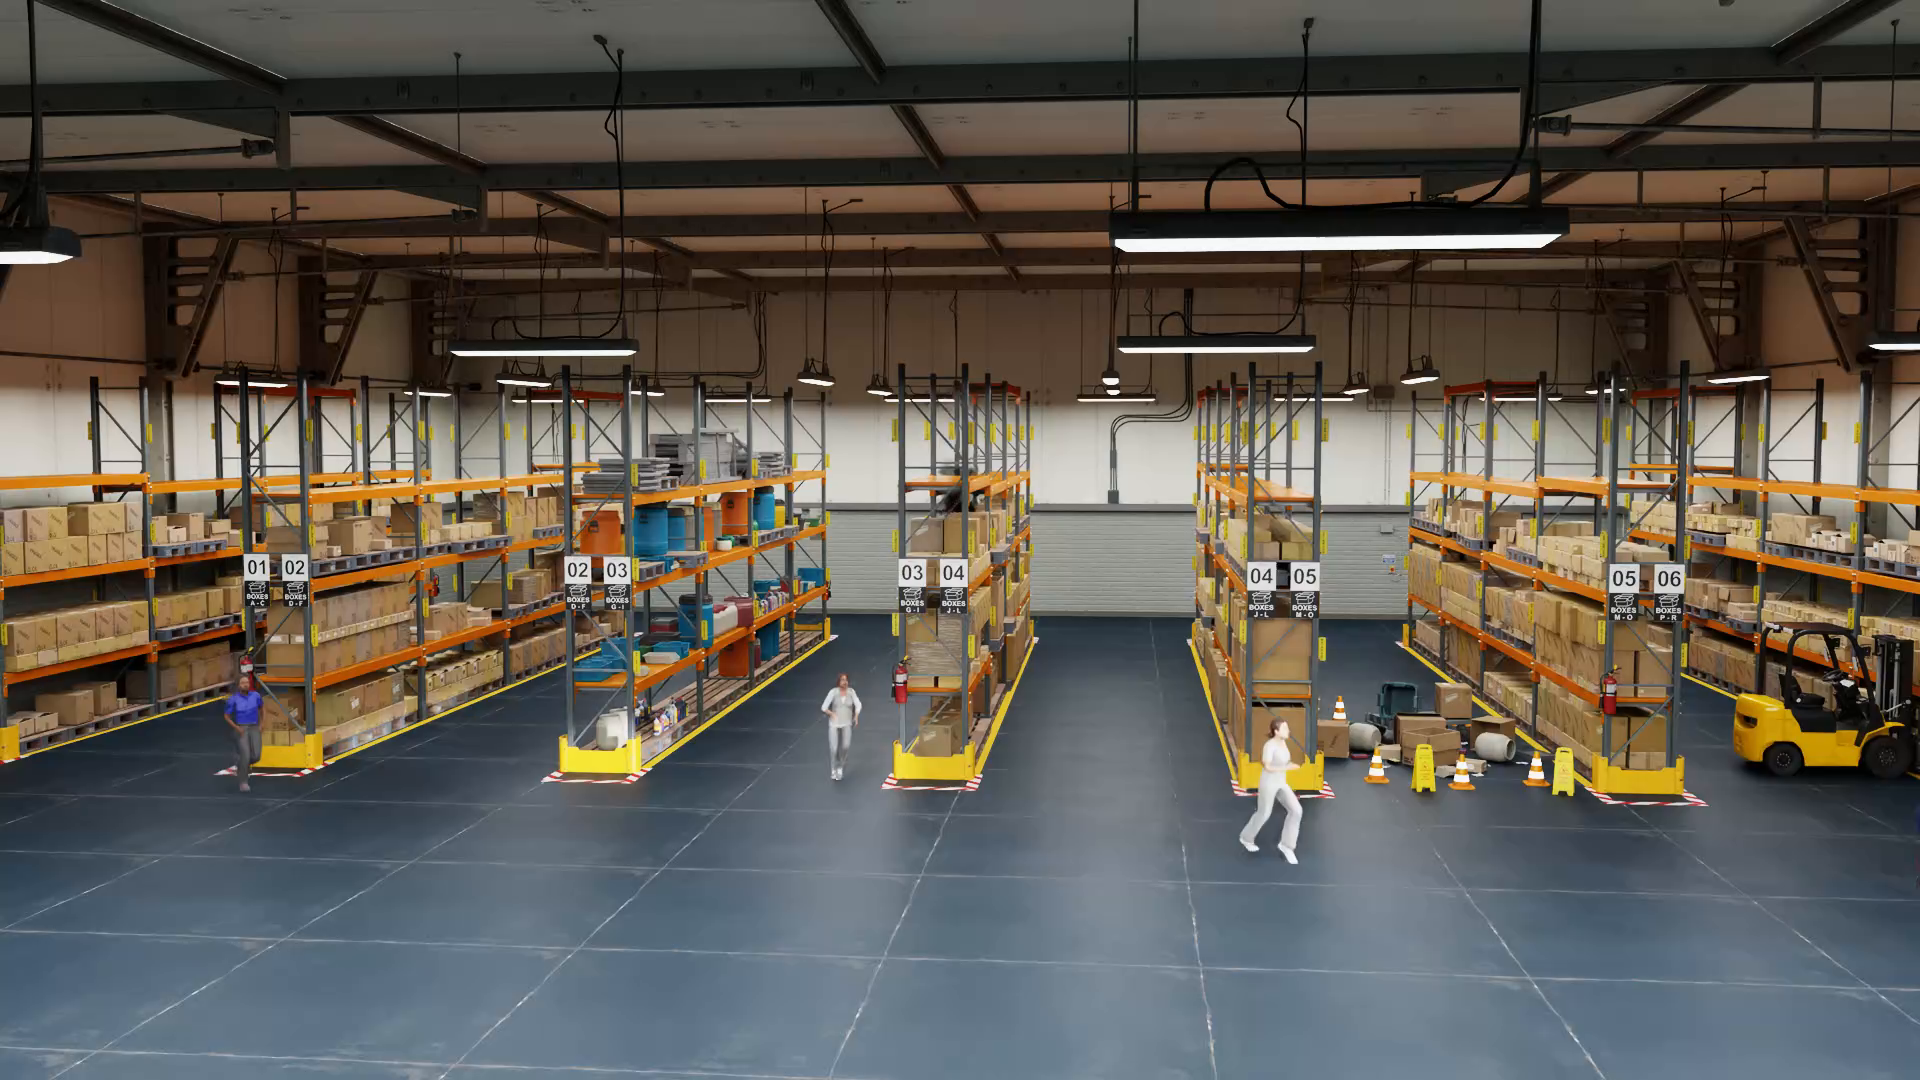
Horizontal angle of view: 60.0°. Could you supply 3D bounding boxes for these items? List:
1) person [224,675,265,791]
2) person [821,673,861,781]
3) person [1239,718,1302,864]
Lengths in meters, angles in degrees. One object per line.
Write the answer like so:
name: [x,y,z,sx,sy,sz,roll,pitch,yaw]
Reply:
person: [-10.045,2.708,23.398,0.598,1.628,0.583,-4,5,-44]
person: [-1.709,2.694,24.012,0.580,1.553,0.570,0,4,-7]
person: [3.643,2.919,19.554,0.836,1.701,0.586,3,5,42]
